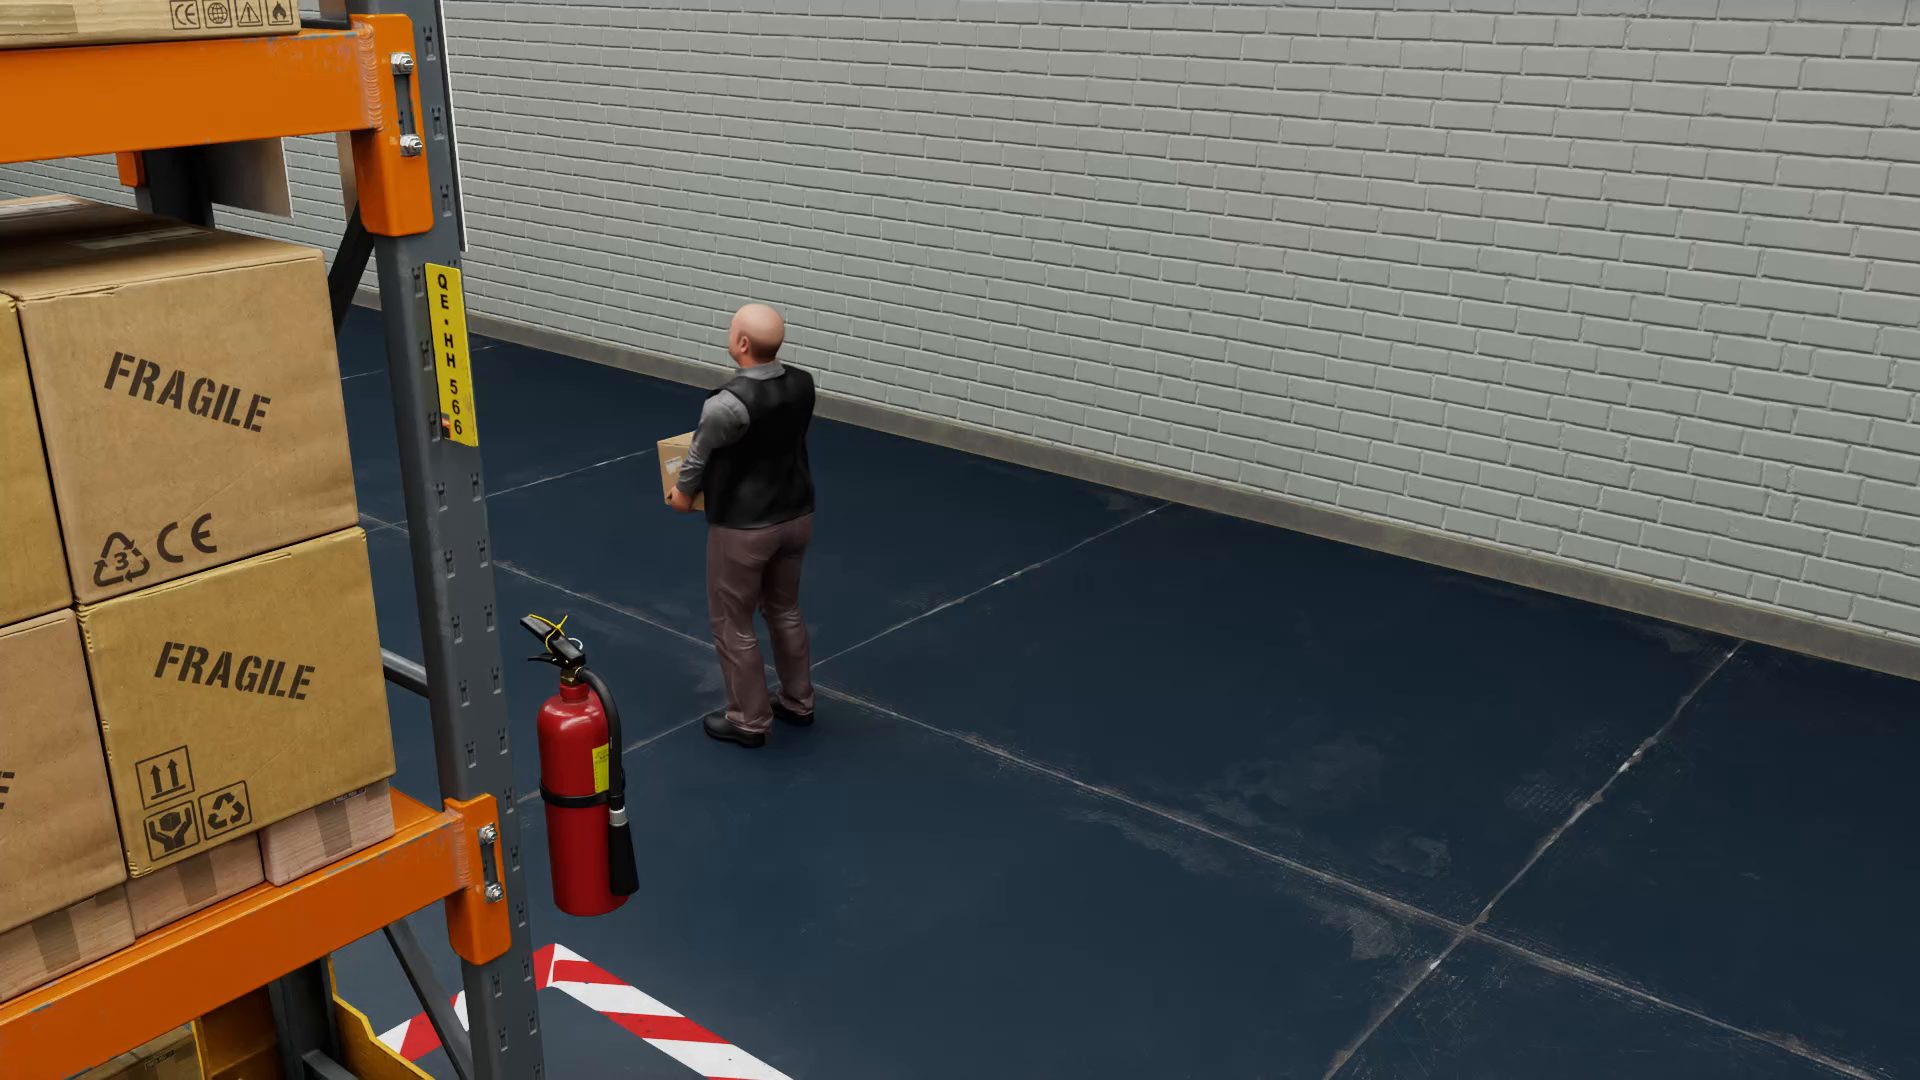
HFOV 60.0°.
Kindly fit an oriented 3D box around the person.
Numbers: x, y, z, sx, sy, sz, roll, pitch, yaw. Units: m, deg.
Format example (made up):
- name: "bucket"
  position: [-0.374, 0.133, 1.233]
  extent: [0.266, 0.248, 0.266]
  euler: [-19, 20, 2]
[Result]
- name: "person"
  position: [-0.838, -0.072, 6.321]
  extent: [0.551, 1.712, 0.494]
  euler: [16, 25, 37]
